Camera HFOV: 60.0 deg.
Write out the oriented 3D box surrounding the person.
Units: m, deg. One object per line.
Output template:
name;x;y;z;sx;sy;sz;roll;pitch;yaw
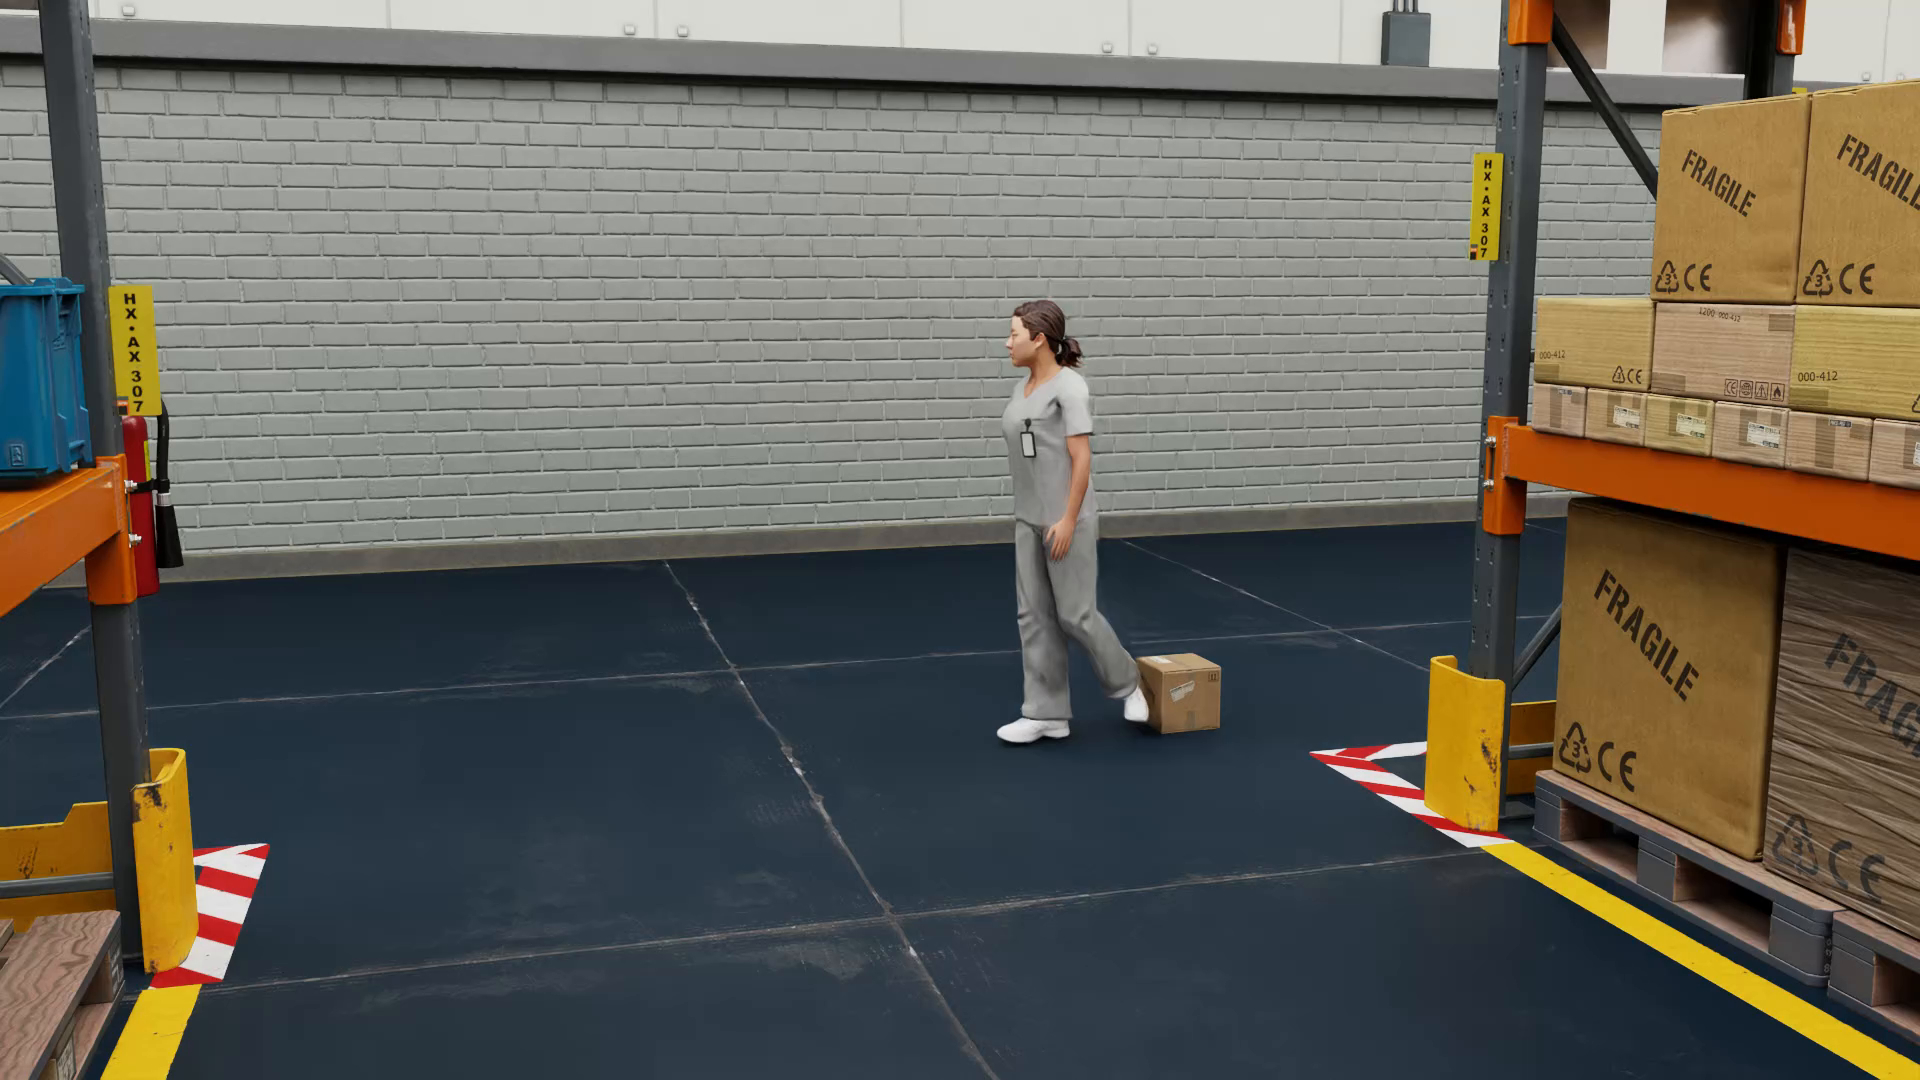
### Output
person;0.425;-0.071;6.304;0.616;1.666;0.501;-6;11;-34
